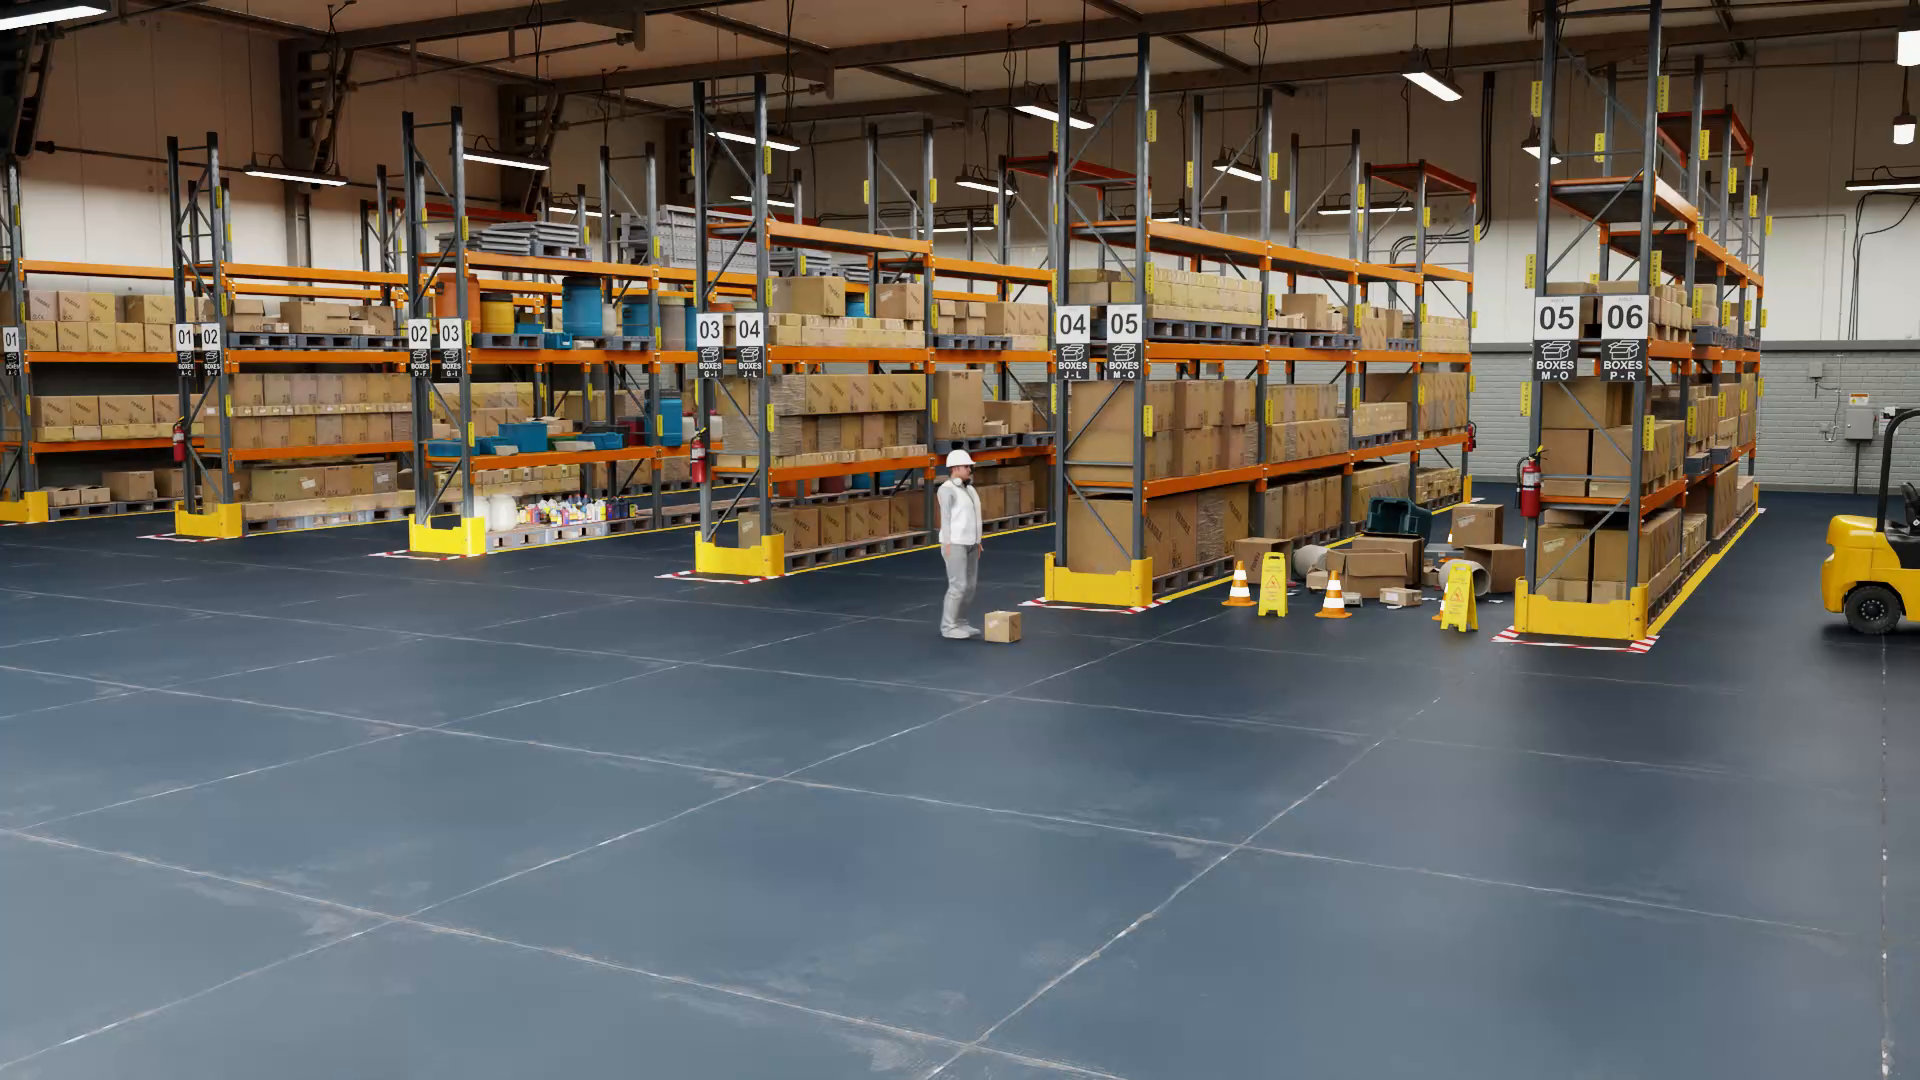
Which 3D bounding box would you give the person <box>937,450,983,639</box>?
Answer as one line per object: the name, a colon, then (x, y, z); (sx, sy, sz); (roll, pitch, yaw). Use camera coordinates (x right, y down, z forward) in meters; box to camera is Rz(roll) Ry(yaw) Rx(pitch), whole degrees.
person: (0.013, 0.035, 15.704); (0.360, 1.765, 0.533); (3, 7, 30)
